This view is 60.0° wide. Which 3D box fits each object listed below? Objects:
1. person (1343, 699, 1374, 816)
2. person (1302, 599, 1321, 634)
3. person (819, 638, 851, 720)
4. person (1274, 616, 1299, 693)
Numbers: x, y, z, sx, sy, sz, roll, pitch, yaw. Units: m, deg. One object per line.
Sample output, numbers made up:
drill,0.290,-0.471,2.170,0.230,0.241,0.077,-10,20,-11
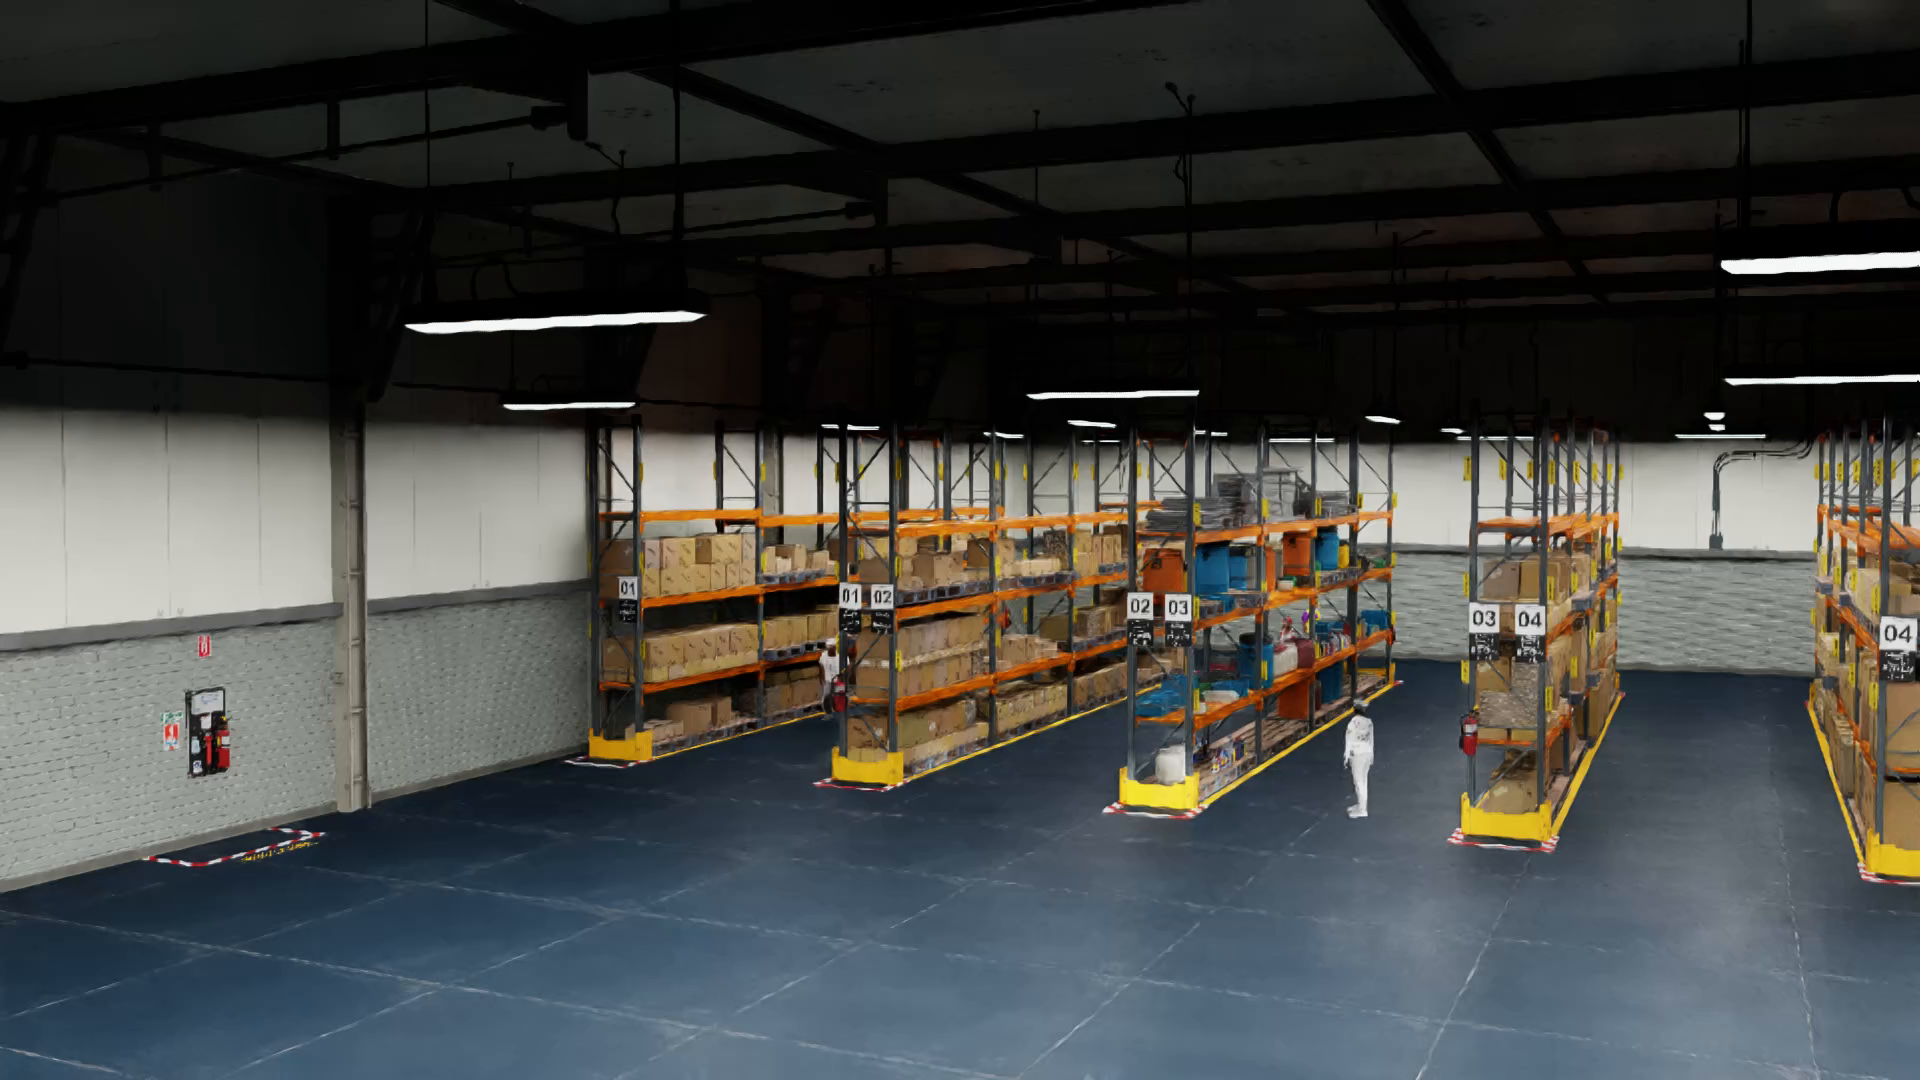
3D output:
person,5.810,3.158,24.236,0.560,1.672,0.520,-2,3,-36
person,8.950,2.371,42.630,0.708,1.767,0.466,-1,3,-27
person,-2.513,2.789,33.157,0.718,1.714,0.578,1,3,22
person,7.383,2.585,37.488,0.533,1.728,1.036,2,3,33
